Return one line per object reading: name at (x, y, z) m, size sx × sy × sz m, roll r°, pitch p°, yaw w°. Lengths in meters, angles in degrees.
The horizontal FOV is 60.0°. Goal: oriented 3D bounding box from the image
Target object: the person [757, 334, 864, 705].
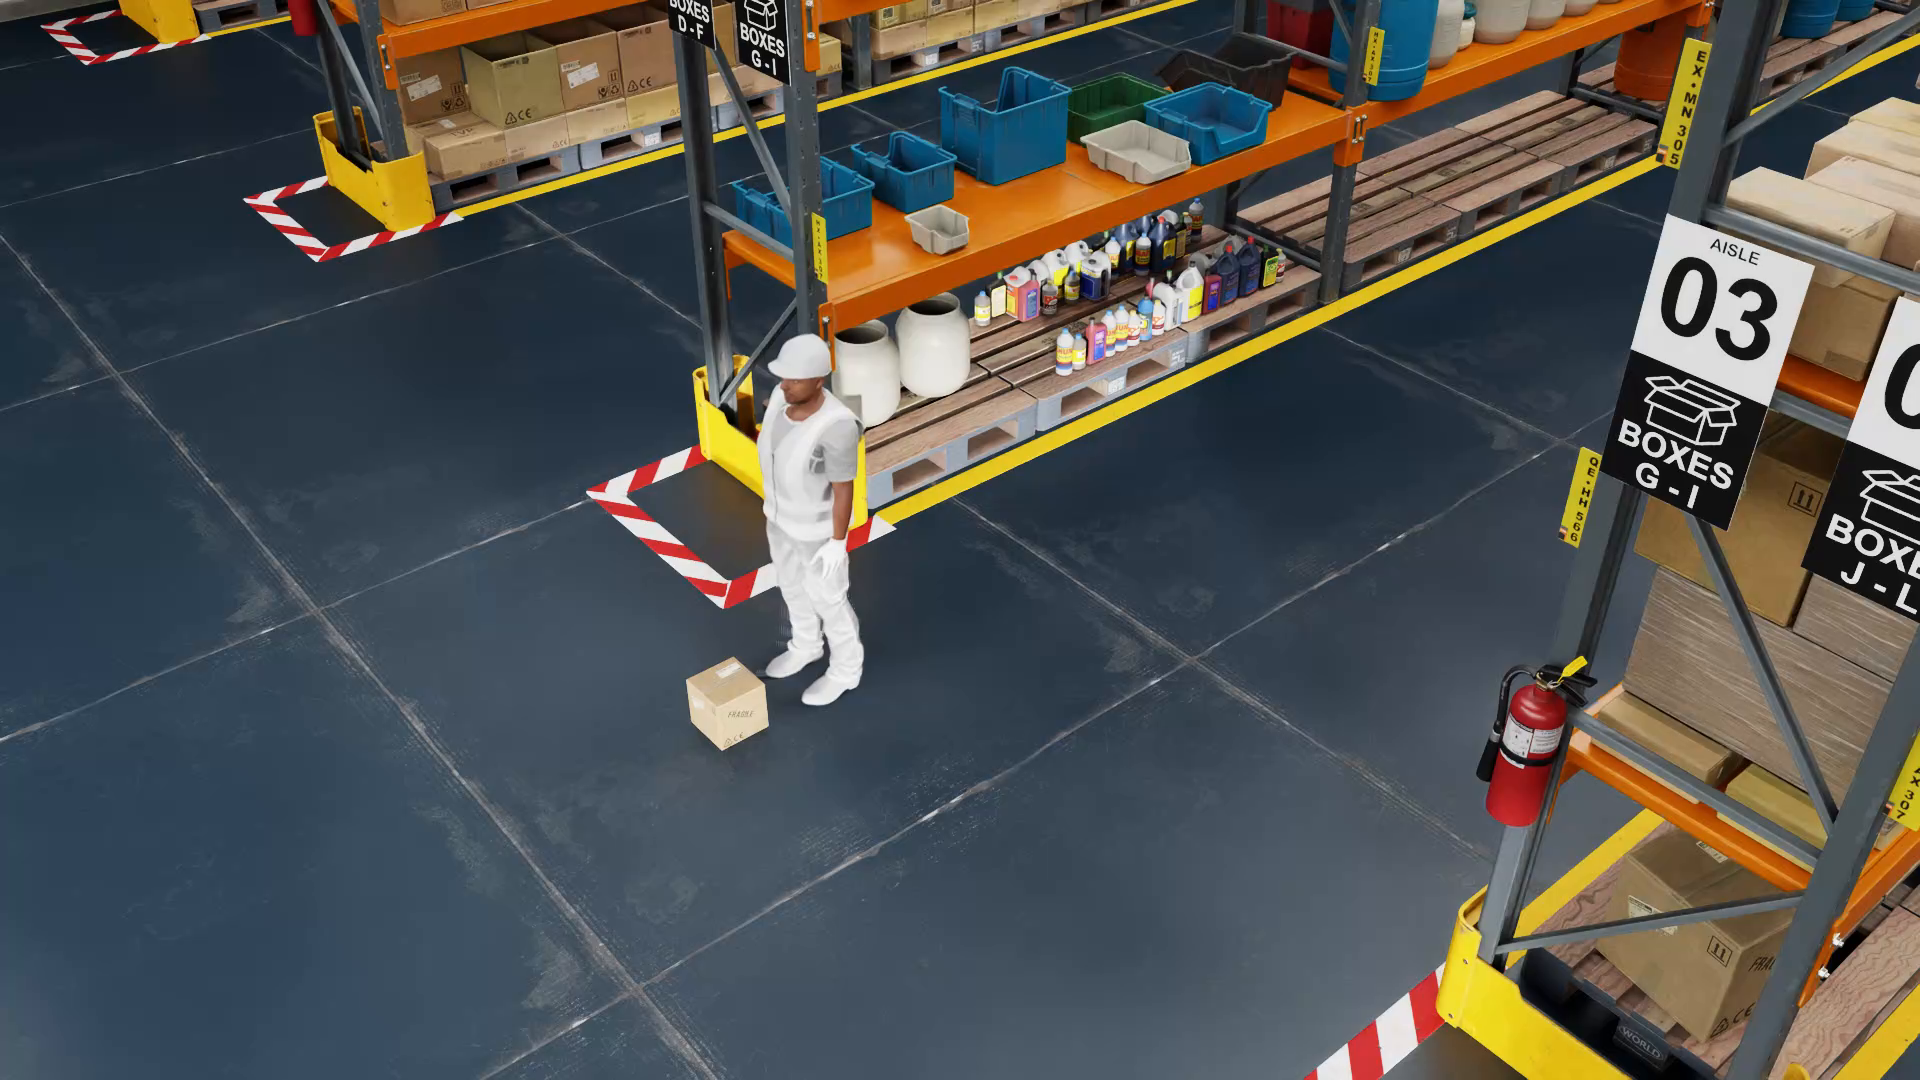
person at (-0.653, -0.082, 7.175) m, size 0.366 × 1.783 × 0.546 m, roll -25°, pitch 43°, yaw -31°
